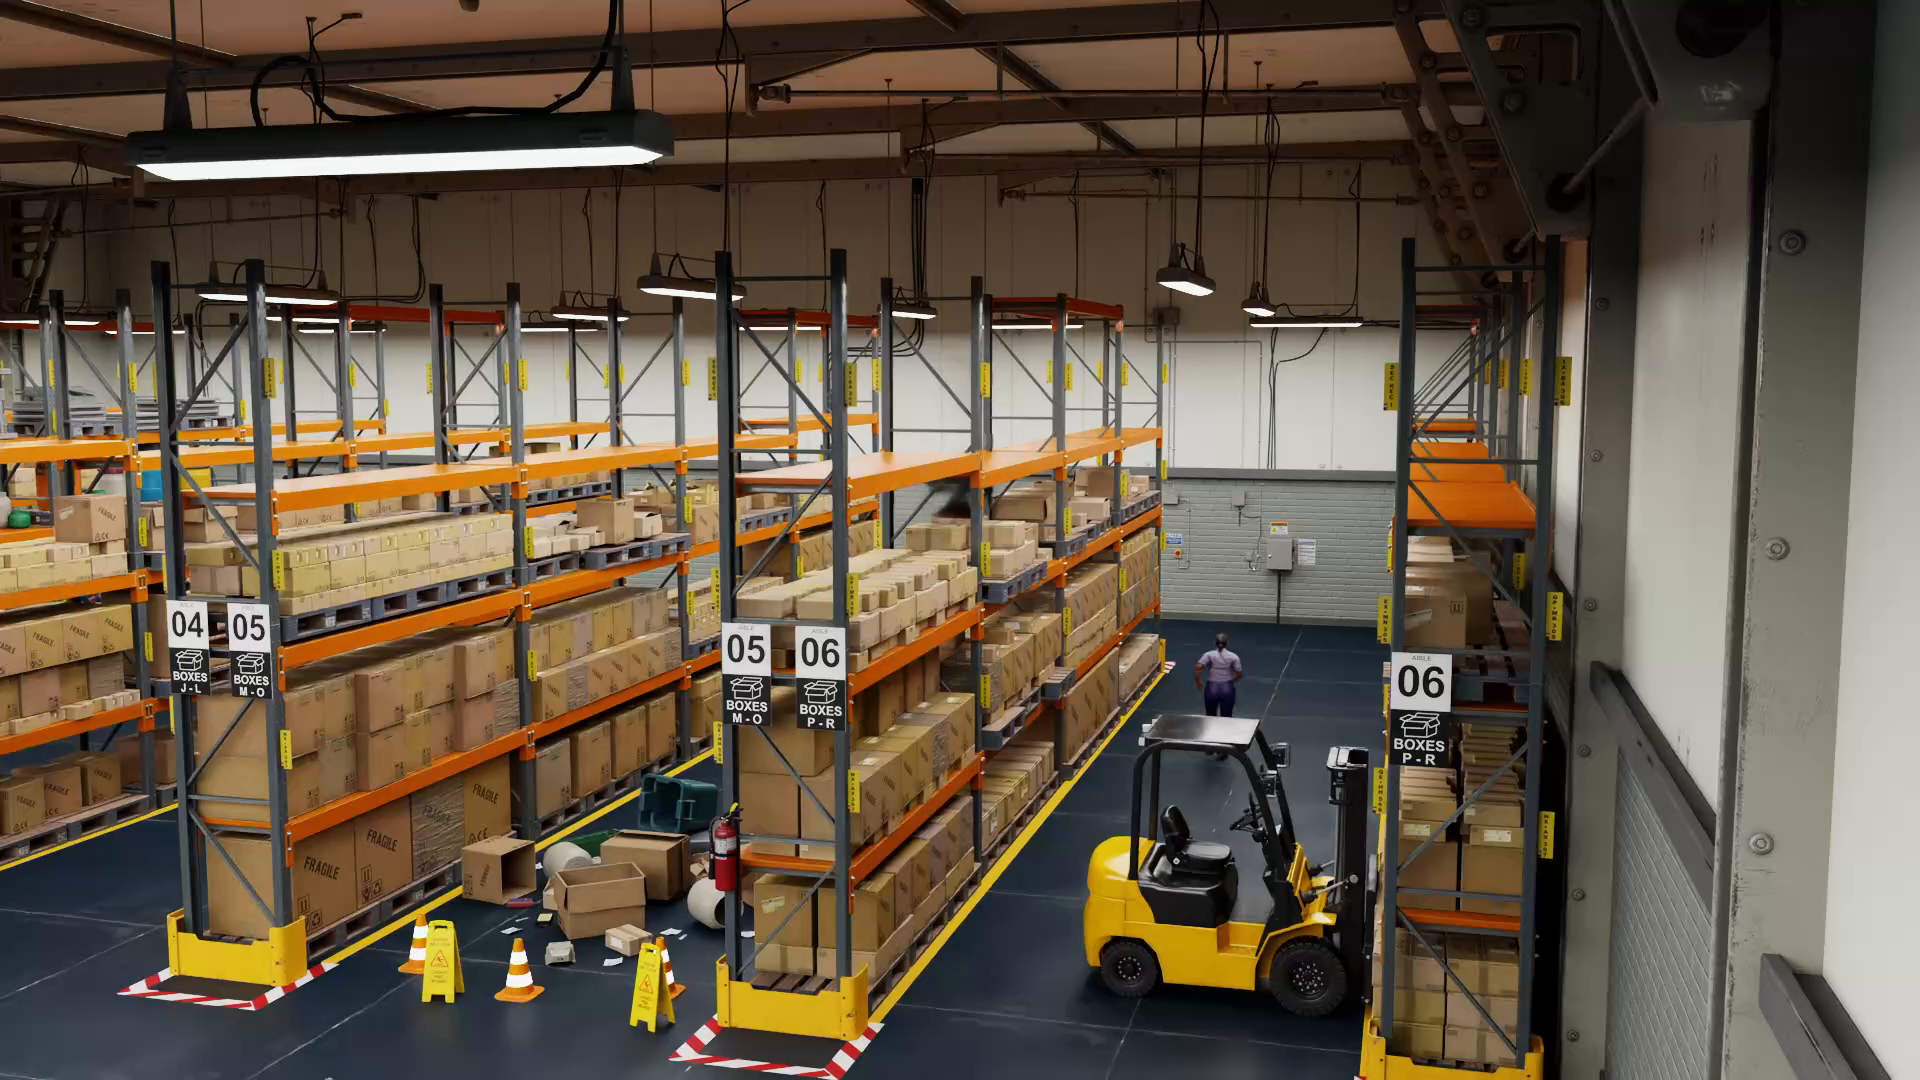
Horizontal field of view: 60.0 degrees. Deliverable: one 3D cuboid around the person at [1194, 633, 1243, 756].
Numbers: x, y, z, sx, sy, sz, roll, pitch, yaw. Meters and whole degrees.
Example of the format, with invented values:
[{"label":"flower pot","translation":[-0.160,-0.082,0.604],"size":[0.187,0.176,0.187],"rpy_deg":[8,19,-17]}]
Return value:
[{"label":"person","translation":[3.417,2.041,21.998],"size":[0.626,1.644,0.637],"rpy_deg":[1,6,12]}]
